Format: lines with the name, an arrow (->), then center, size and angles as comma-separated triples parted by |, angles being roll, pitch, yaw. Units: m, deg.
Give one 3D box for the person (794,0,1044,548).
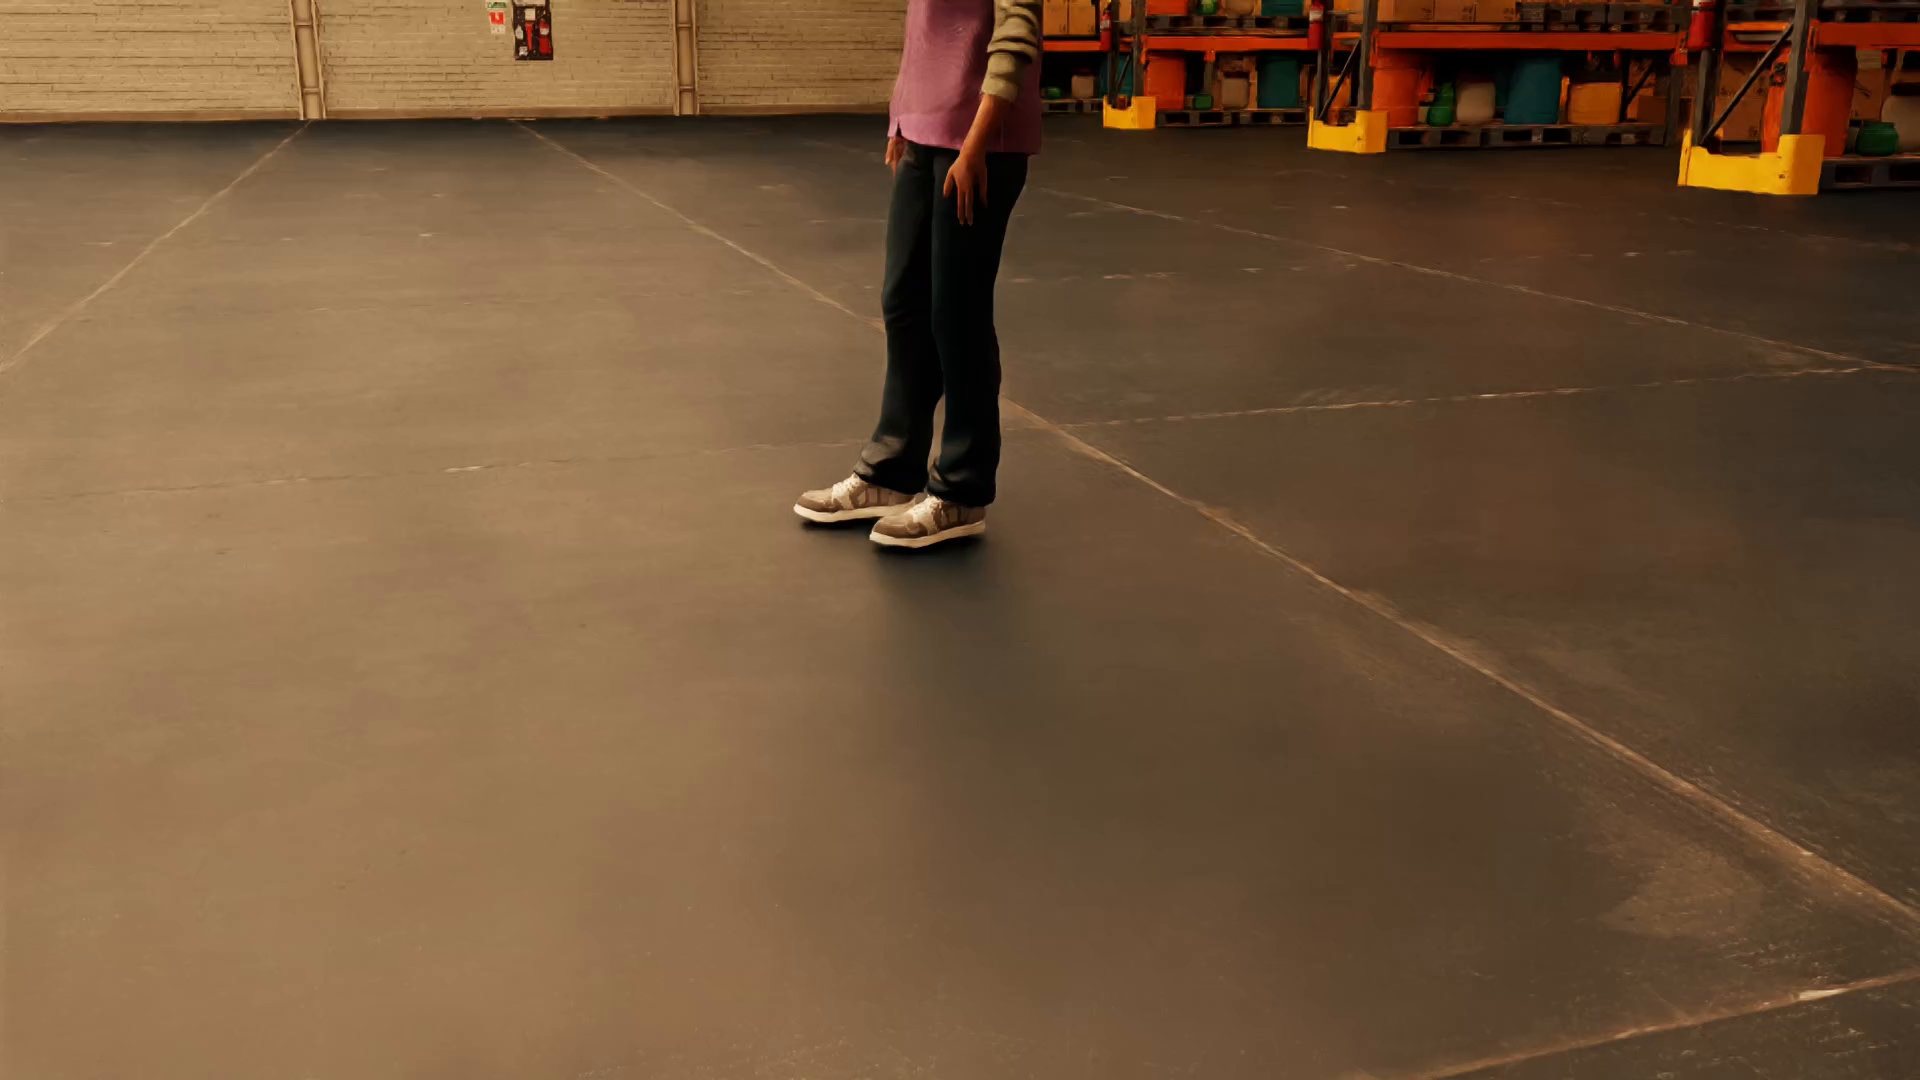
person -> -0.075, -0.770, 3.331 | 0.474, 1.597, 0.520 | -5, 17, -17
